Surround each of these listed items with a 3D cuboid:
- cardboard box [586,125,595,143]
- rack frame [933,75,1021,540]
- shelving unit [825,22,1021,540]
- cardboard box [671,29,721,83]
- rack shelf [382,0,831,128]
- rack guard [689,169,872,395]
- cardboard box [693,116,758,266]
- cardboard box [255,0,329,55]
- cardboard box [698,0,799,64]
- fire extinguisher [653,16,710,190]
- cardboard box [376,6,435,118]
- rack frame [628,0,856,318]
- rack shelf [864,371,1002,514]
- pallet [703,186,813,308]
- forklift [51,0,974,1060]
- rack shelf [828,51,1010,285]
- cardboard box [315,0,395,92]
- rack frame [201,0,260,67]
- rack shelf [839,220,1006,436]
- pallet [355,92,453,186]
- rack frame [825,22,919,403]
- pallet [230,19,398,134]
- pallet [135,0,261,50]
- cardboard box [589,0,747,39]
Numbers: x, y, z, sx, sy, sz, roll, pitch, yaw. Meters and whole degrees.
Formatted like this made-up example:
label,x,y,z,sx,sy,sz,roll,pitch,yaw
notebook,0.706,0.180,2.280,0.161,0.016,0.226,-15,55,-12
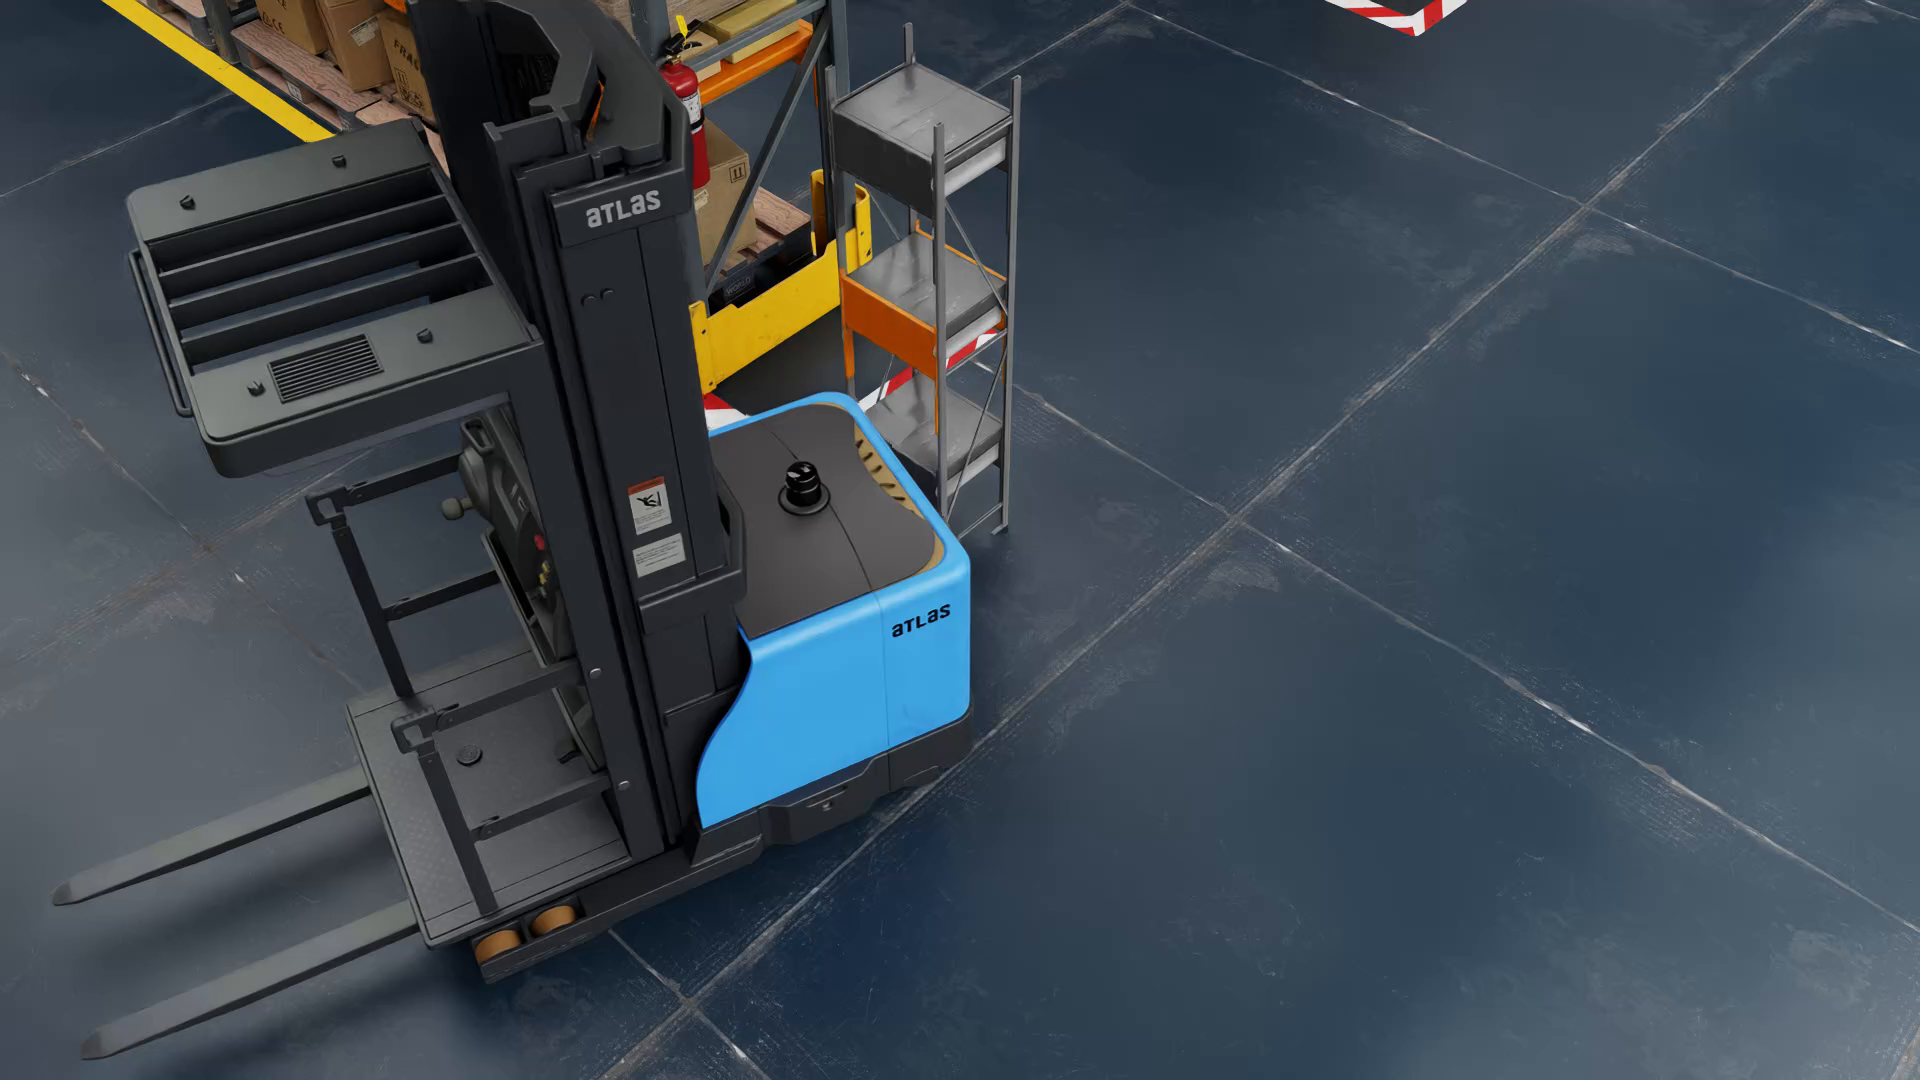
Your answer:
label,x,y,z,sx,sy,sz,roll,pitch,yaw
cardboard box,-1.768,-1.893,8.005,0.500,0.500,0.500,-25,52,-21
rack frame,0.058,-0.680,6.057,0.015,2.100,0.400,34,55,28
shelving unit,-0.122,-0.801,6.170,0.503,2.100,0.431,34,55,28
cardboard box,-1.207,-1.955,6.808,0.250,0.149,0.380,34,55,28
rack shelf,-2.328,-2.753,7.879,4.000,0.370,1.077,34,55,28
rack guard,-0.914,-1.192,7.635,0.348,0.500,1.175,34,55,28
cardboard box,-1.305,-1.616,7.745,0.500,0.500,0.500,-28,53,-24
cardboard box,-3.531,-3.057,9.098,0.500,0.500,0.500,32,55,27
cardboard box,-0.906,-2.193,7.032,0.250,0.149,0.380,34,55,28
fire extinguisher,-1.086,-1.680,6.432,0.183,0.674,0.296,34,55,28
cardboard box,-2.595,-2.513,8.587,0.500,0.500,0.500,29,53,25
rack frame,-0.858,-2.010,6.688,0.127,3.000,1.000,34,55,28
rack shelf,-0.122,-0.312,6.690,0.480,0.518,0.431,34,55,28
pallet,-1.487,-1.514,8.135,1.213,0.211,1.003,34,55,28
forklift,-1.496,-0.001,4.849,3.031,2.935,1.130,-21,50,-19
rack shelf,-0.122,-1.270,5.670,0.480,0.518,0.431,34,55,28
cardboard box,-3.104,-2.778,8.836,0.500,0.500,0.500,-22,51,-19
rack frame,-3.797,-3.988,8.545,0.127,3.000,1.000,34,55,28
rack shelf,-0.122,-0.791,6.180,0.480,0.518,0.431,34,55,28
pallet,-2.379,-2.117,8.702,1.213,0.211,1.003,34,55,28
rack frame,-0.301,-0.921,6.283,0.015,2.100,0.400,34,55,28
pallet,-3.280,-2.720,9.268,1.213,0.211,1.003,34,55,28
pallet,-4.370,-3.418,9.923,1.213,0.211,1.003,34,55,28
cardboard box,-1.243,-2.433,6.813,0.500,0.500,0.875,34,55,28
